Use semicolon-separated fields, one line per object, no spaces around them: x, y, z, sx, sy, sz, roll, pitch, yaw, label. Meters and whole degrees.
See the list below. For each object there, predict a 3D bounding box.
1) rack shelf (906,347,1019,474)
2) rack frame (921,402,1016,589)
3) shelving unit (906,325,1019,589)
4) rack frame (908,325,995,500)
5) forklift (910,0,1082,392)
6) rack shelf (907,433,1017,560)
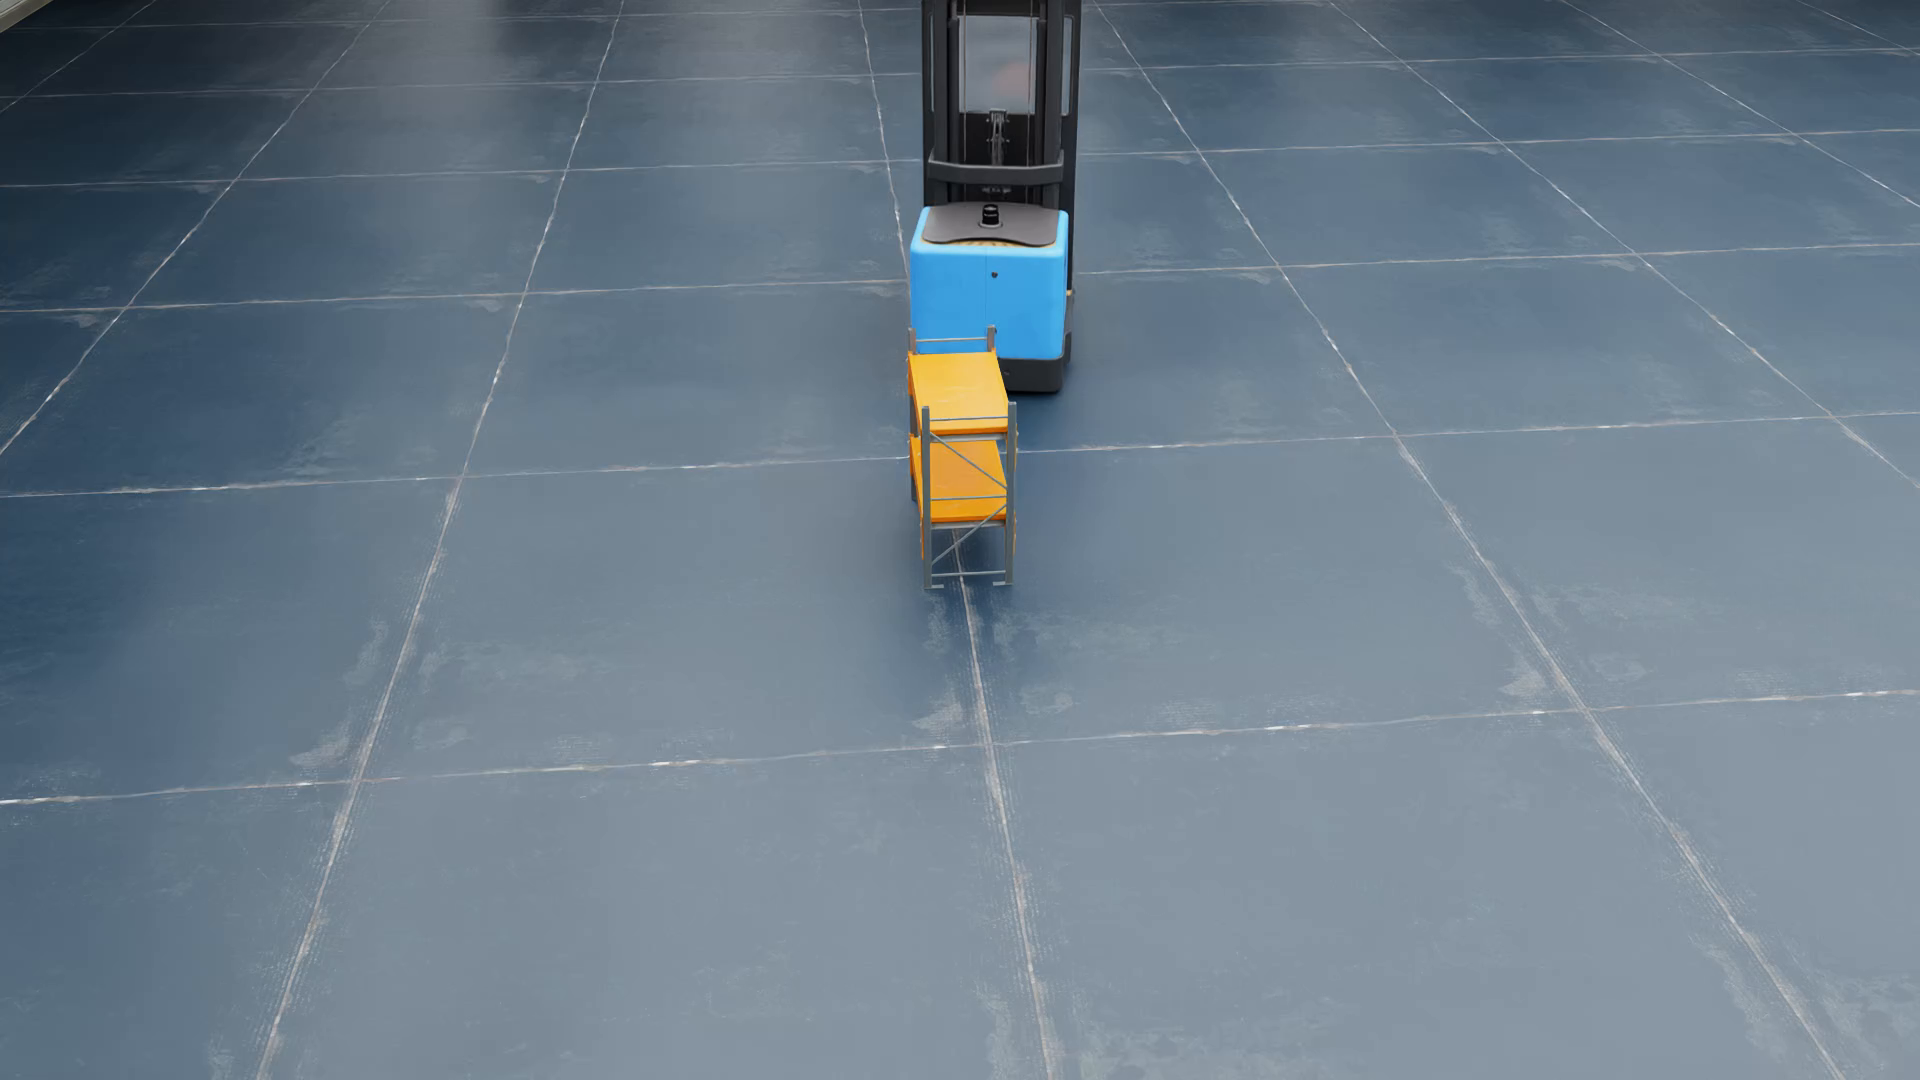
-0.001;-0.738;9.317;0.538;0.278;1.000;-3;31;-5;rack shelf
0.047;-0.227;9.033;0.500;1.125;0.032;-3;31;-5;rack frame
-0.001;-0.486;9.467;0.538;1.125;1.048;-3;31;-5;shelving unit
-0.048;-0.746;9.902;0.500;1.125;0.032;-3;31;-5;rack frame
0.303;-2.993;11.903;1.130;2.935;3.031;3;31;4;forklift
-0.001;-0.276;9.593;0.538;0.278;1.000;-3;31;-5;rack shelf
